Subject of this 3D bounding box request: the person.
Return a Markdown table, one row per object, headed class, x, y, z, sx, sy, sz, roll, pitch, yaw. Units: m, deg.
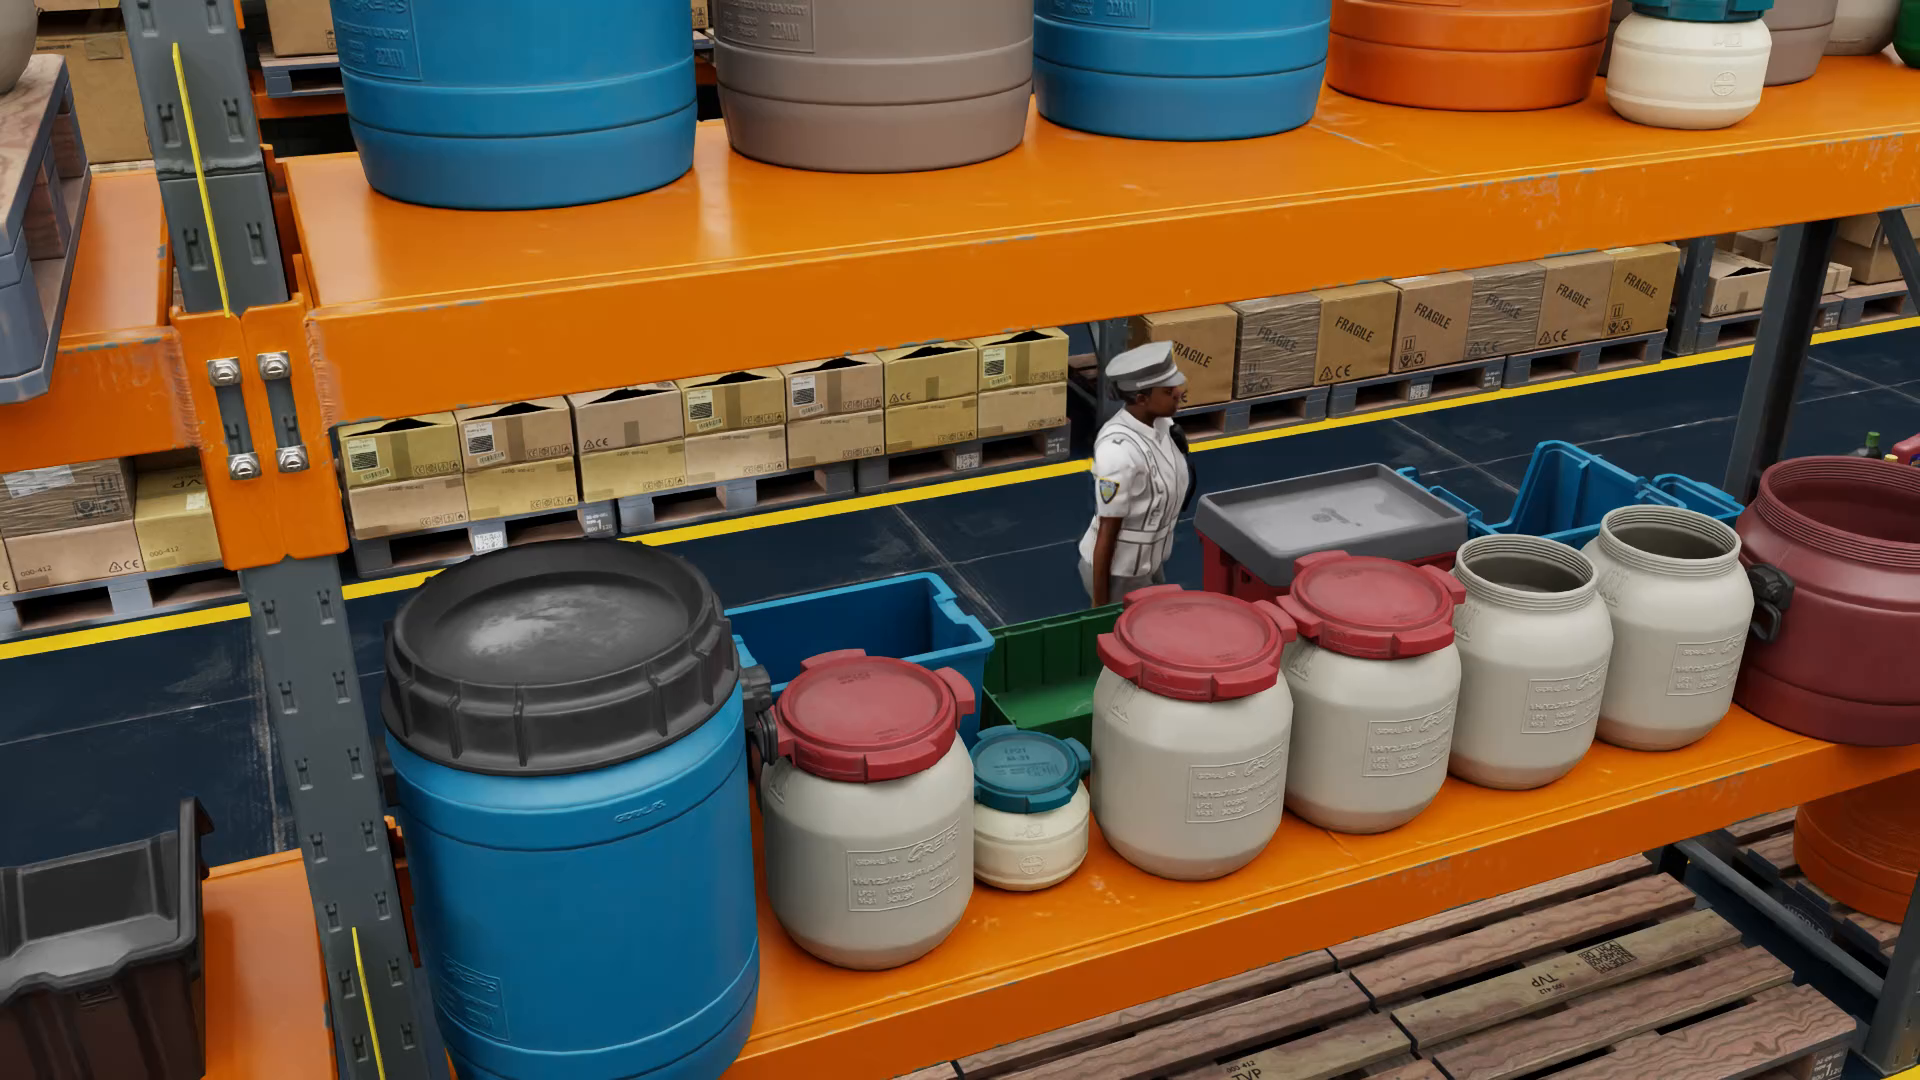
| class | x | y | z | sx | sy | sz | roll | pitch | yaw |
| --- | --- | --- | --- | --- | --- | --- | --- | --- | --- |
| person | 0.546 | 0.068 | 5.939 | 0.720 | 1.663 | 0.513 | 11 | 28 | 21 |
